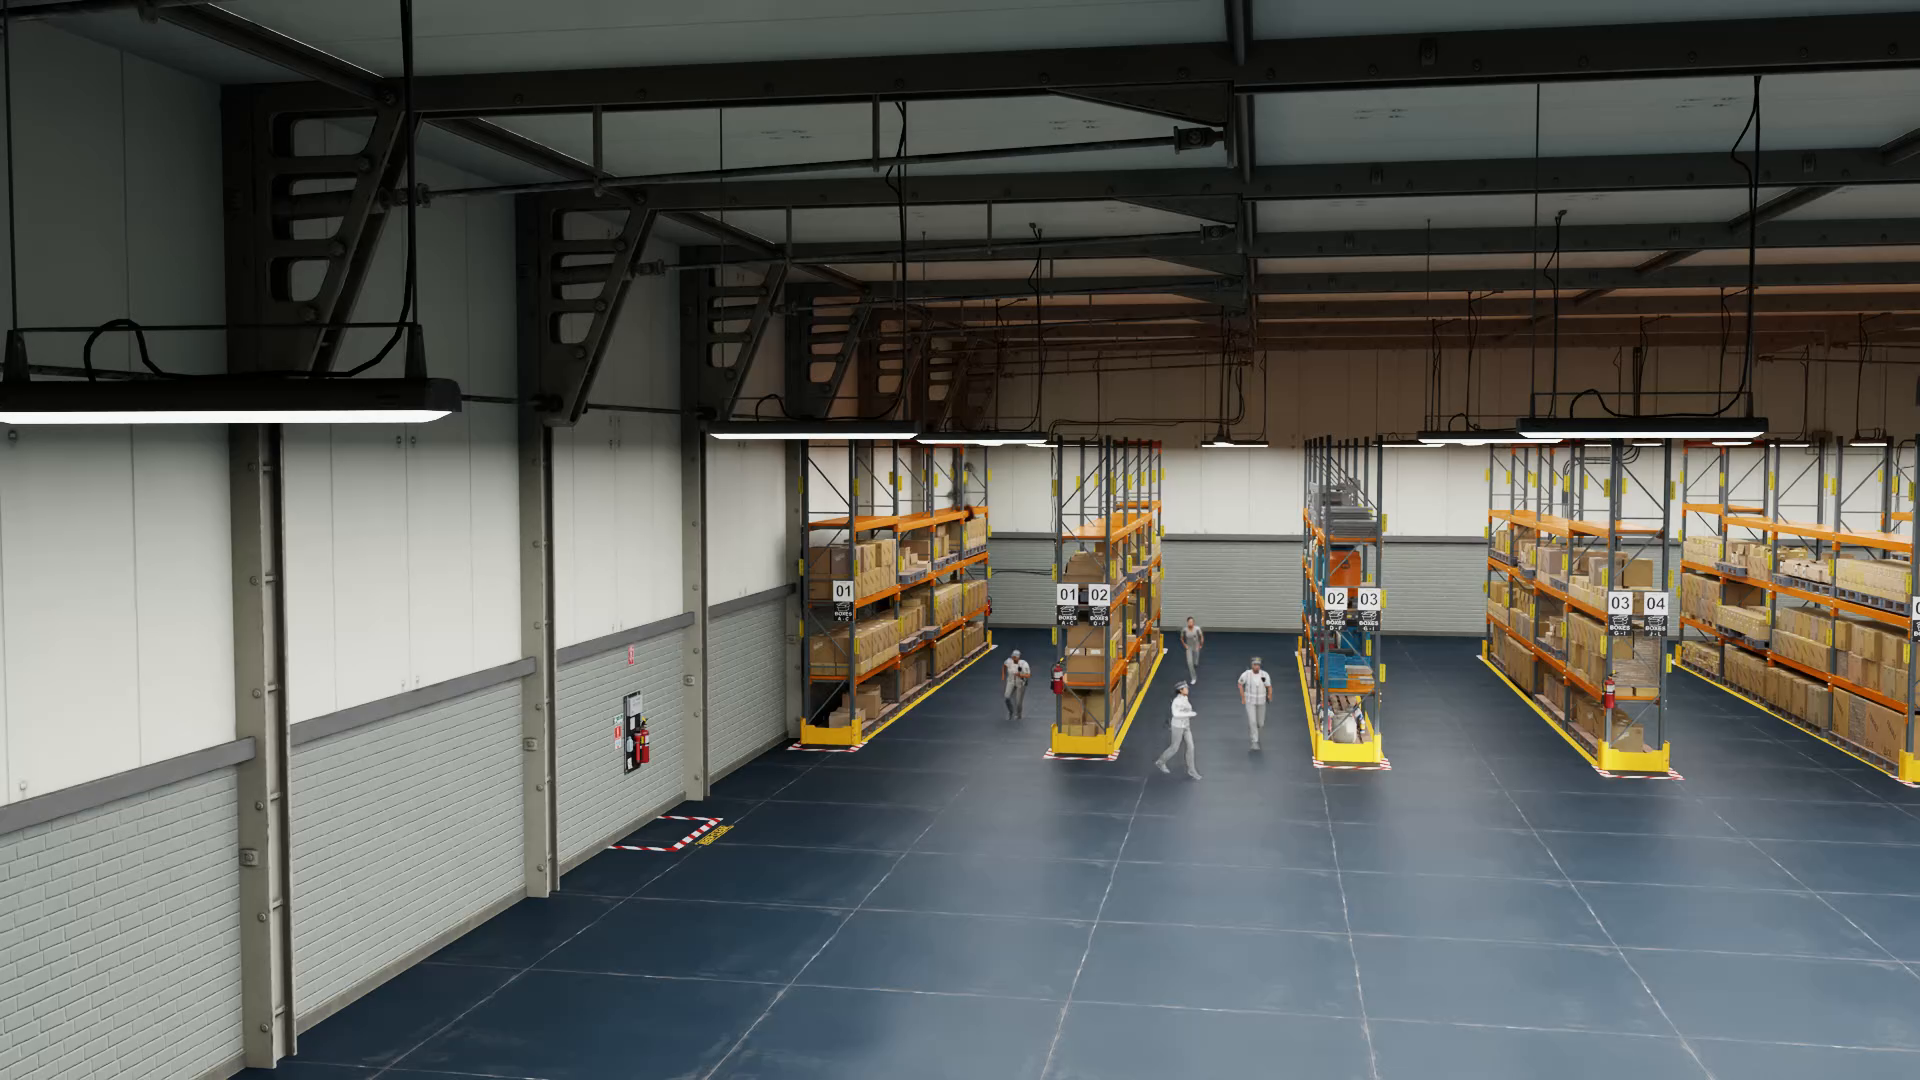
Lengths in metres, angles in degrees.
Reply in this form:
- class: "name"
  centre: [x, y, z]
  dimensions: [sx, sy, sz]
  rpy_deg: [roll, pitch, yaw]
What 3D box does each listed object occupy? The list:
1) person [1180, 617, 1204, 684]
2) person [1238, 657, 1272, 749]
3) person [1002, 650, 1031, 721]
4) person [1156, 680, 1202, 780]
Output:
- class: "person"
  centre: [5.731, 2.709, 41.140]
  dimensions: [0.576, 1.648, 0.801]
  rpy_deg: [0, 3, 6]
- class: "person"
  centre: [5.702, 3.126, 32.176]
  dimensions: [0.644, 1.759, 0.815]
  rpy_deg: [0, 3, 0]
- class: "person"
  centre: [1.186, 3.073, 35.122]
  dimensions: [0.659, 1.557, 0.800]
  rpy_deg: [1, 3, 12]
- class: "person"
  centre: [3.812, 3.307, 29.040]
  dimensions: [0.848, 1.728, 0.588]
  rpy_deg: [2, 4, 30]
